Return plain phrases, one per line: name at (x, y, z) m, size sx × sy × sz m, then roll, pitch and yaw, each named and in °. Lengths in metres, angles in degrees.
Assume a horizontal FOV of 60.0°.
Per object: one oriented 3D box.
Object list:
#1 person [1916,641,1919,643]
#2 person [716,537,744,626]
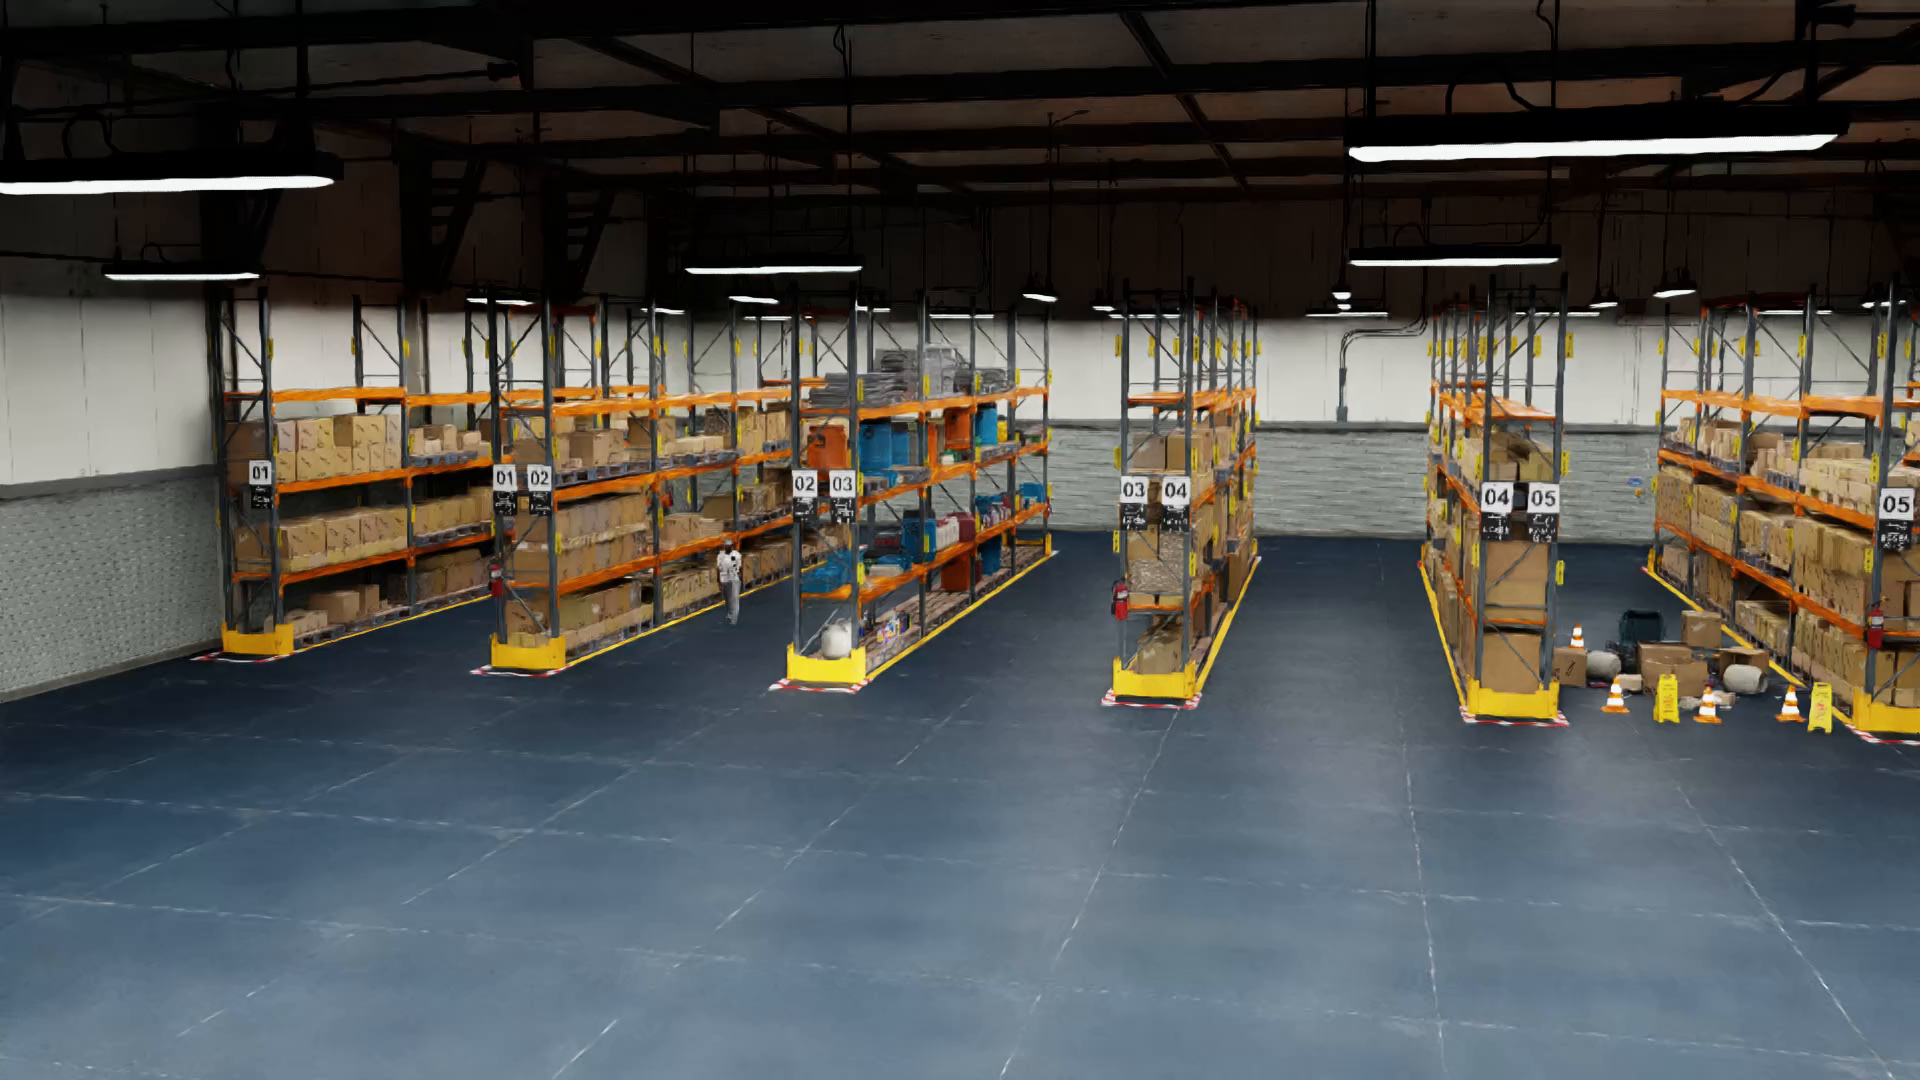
person at (15.672, 1.055, 27.134) m, size 0.463 × 1.664 × 0.514 m, roll 6°, pitch 9°, yaw 43°
person at (-4.184, 0.724, 30.211) m, size 0.470 × 1.595 × 1.060 m, roll 0°, pitch 7°, yaw 4°
